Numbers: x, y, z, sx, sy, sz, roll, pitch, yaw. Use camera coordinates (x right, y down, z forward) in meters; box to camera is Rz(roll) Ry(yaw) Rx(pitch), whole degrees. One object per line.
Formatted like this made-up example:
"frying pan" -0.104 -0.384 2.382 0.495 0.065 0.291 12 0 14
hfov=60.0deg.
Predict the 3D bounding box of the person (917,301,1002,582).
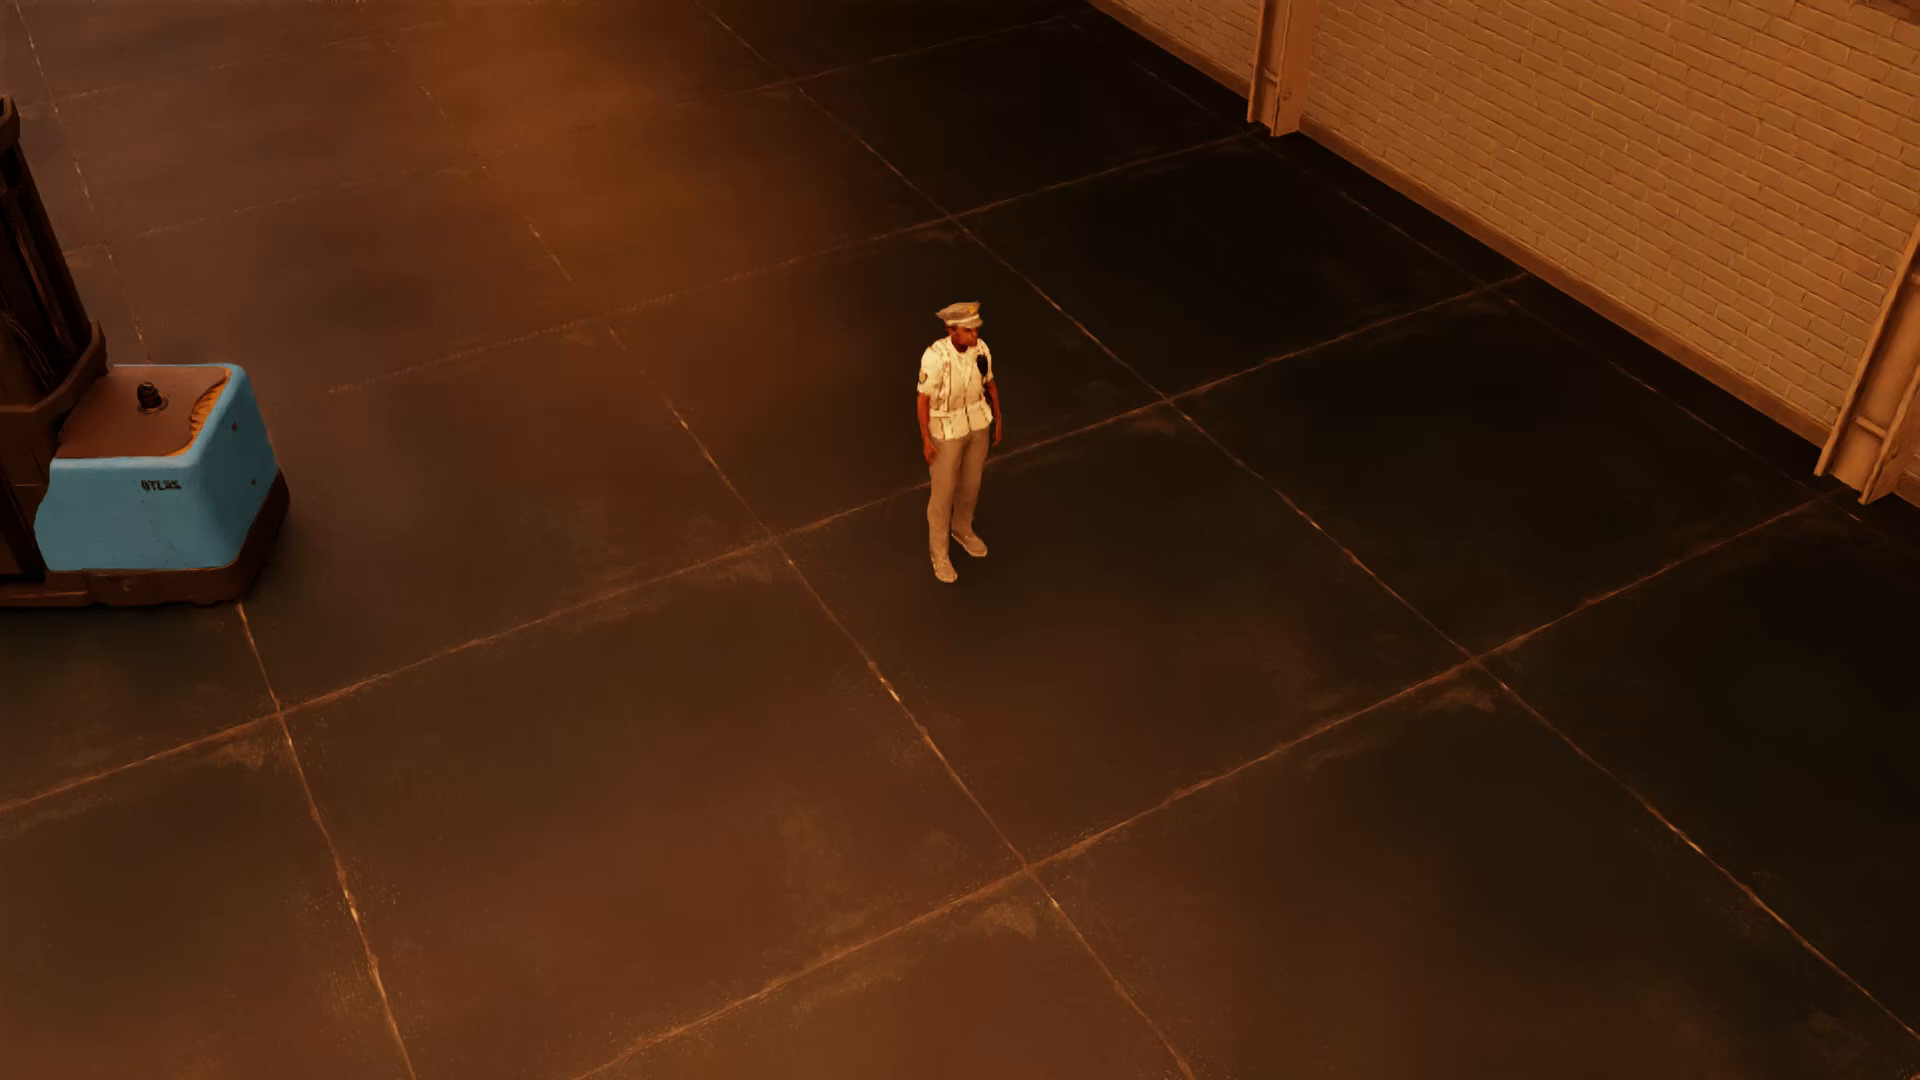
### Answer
"person" 0.021 -0.610 9.729 0.570 1.695 0.529 -20 44 -23

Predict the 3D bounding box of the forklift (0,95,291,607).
"forklift" -5.744 -1.035 9.284 3.031 2.935 1.130 -1 40 -1
